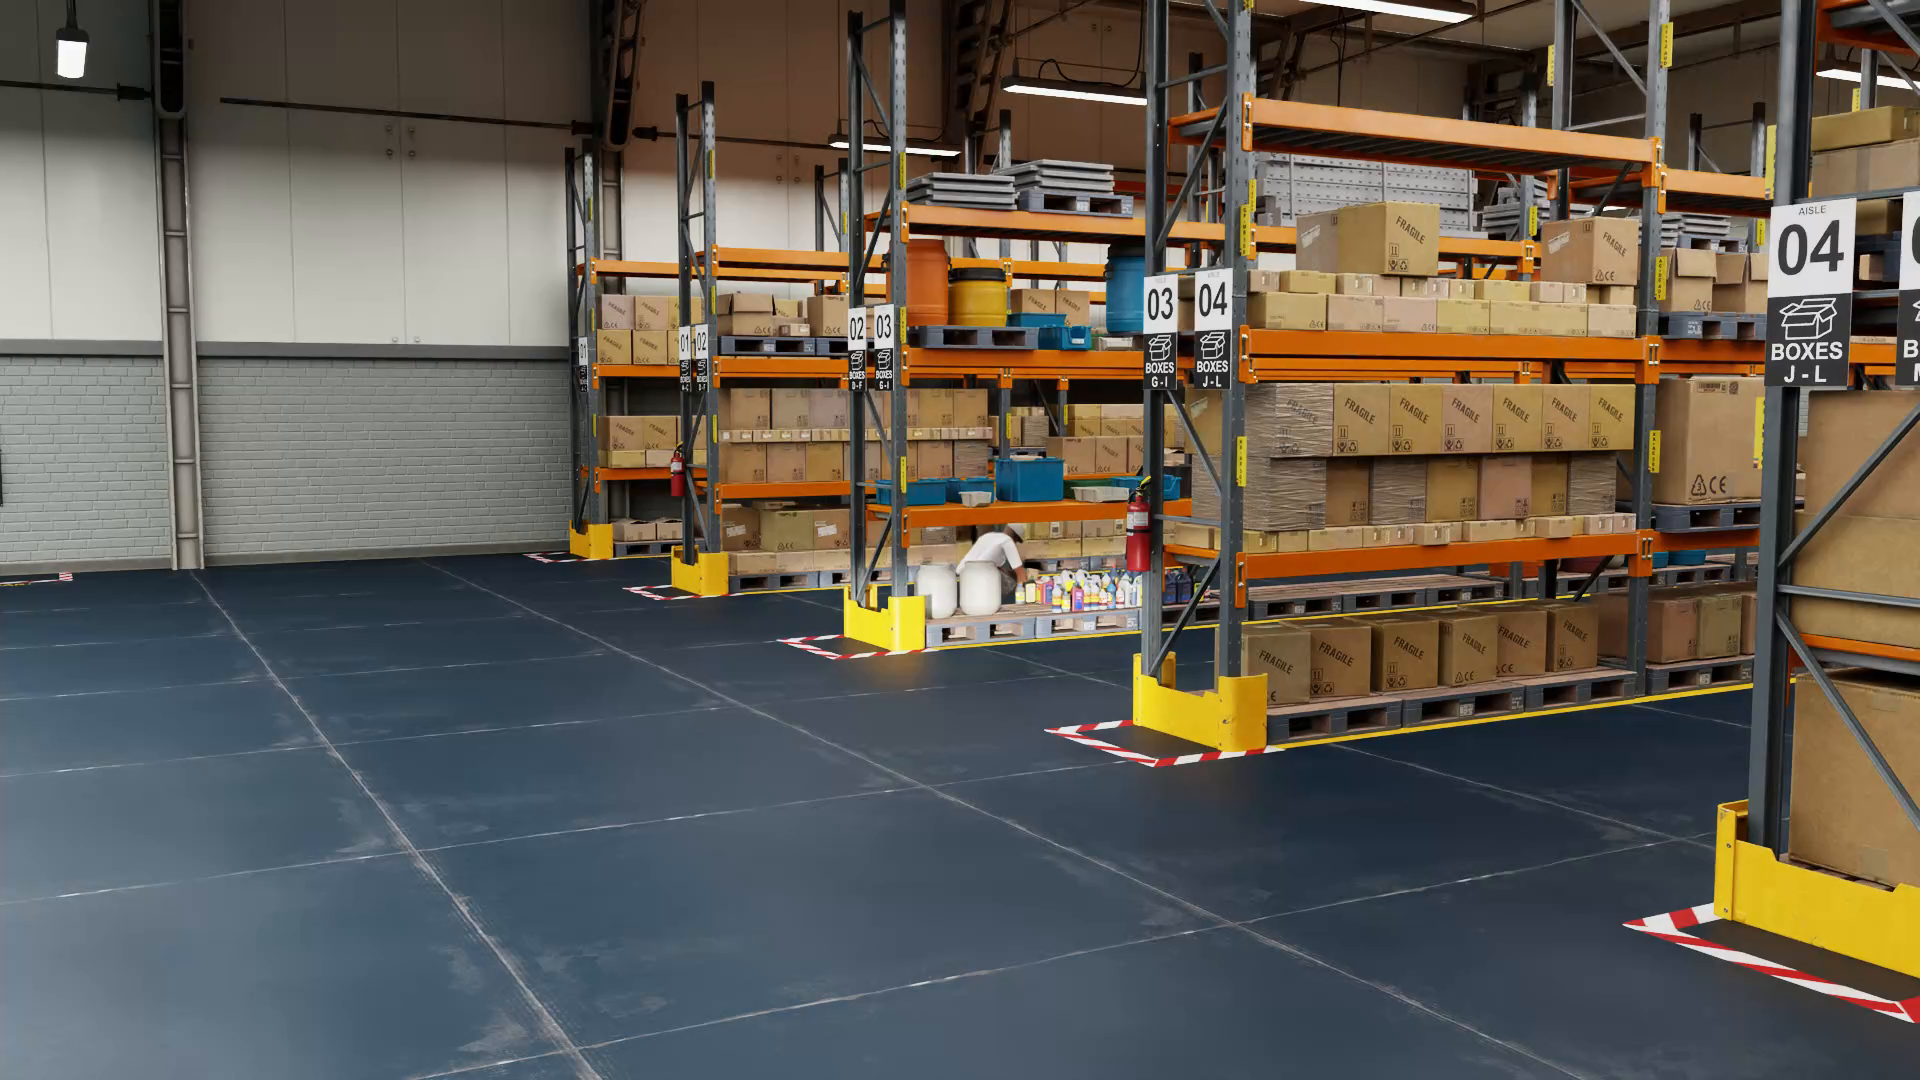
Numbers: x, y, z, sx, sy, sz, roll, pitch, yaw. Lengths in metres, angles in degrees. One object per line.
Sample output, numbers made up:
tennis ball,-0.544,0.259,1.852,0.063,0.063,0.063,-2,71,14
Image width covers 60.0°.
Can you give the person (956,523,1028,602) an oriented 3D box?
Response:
person,0.383,0.294,18.232,0.898,0.995,0.585,-3,6,-28
